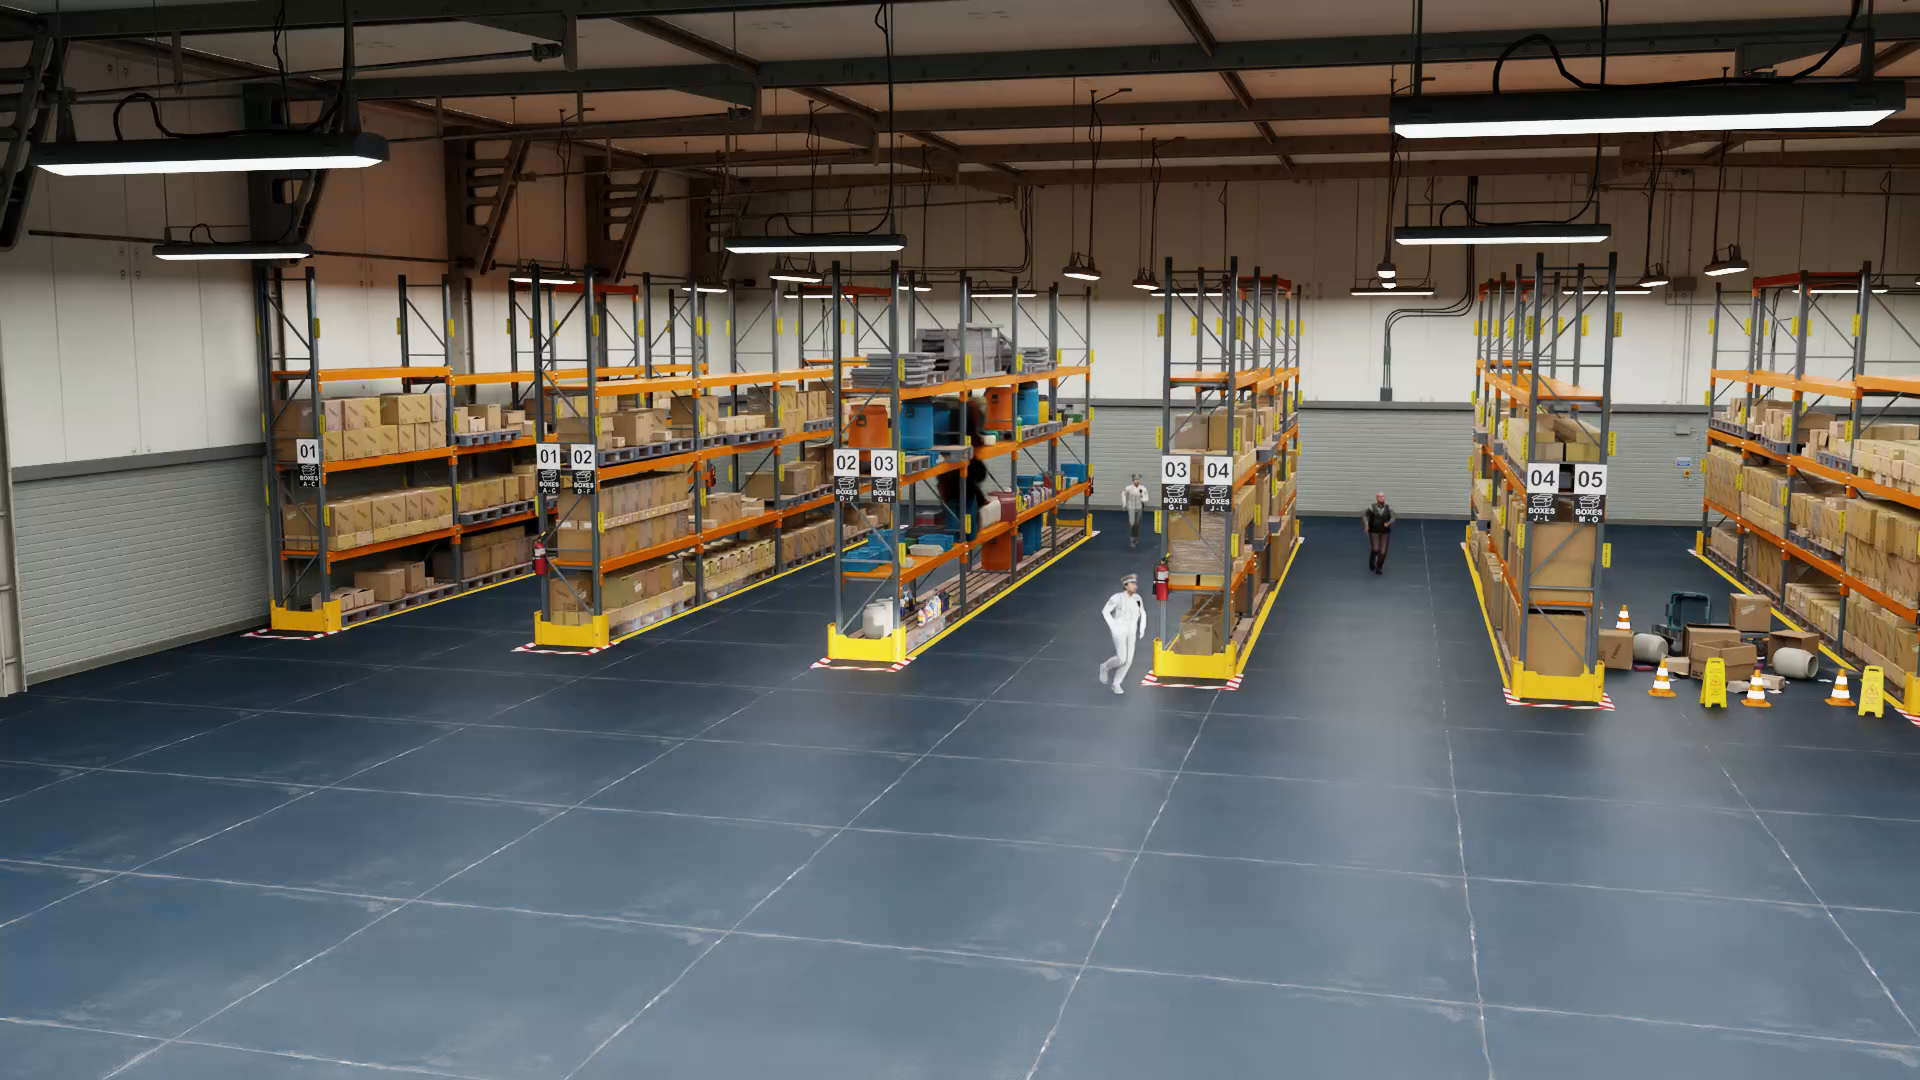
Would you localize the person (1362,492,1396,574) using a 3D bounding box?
[{"bbox_3d":[8.542,-0.130,33.863,0.644,1.680,0.591,1,7,4],"label":"person"}]

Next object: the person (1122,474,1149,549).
[{"bbox_3d":[4.025,-0.666,38.154,0.575,1.739,0.794,0,7,-3],"label":"person"}]

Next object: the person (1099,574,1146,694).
[{"bbox_3d":[2.295,1.280,23.109,0.645,1.653,0.525,-4,8,-27],"label":"person"}]
